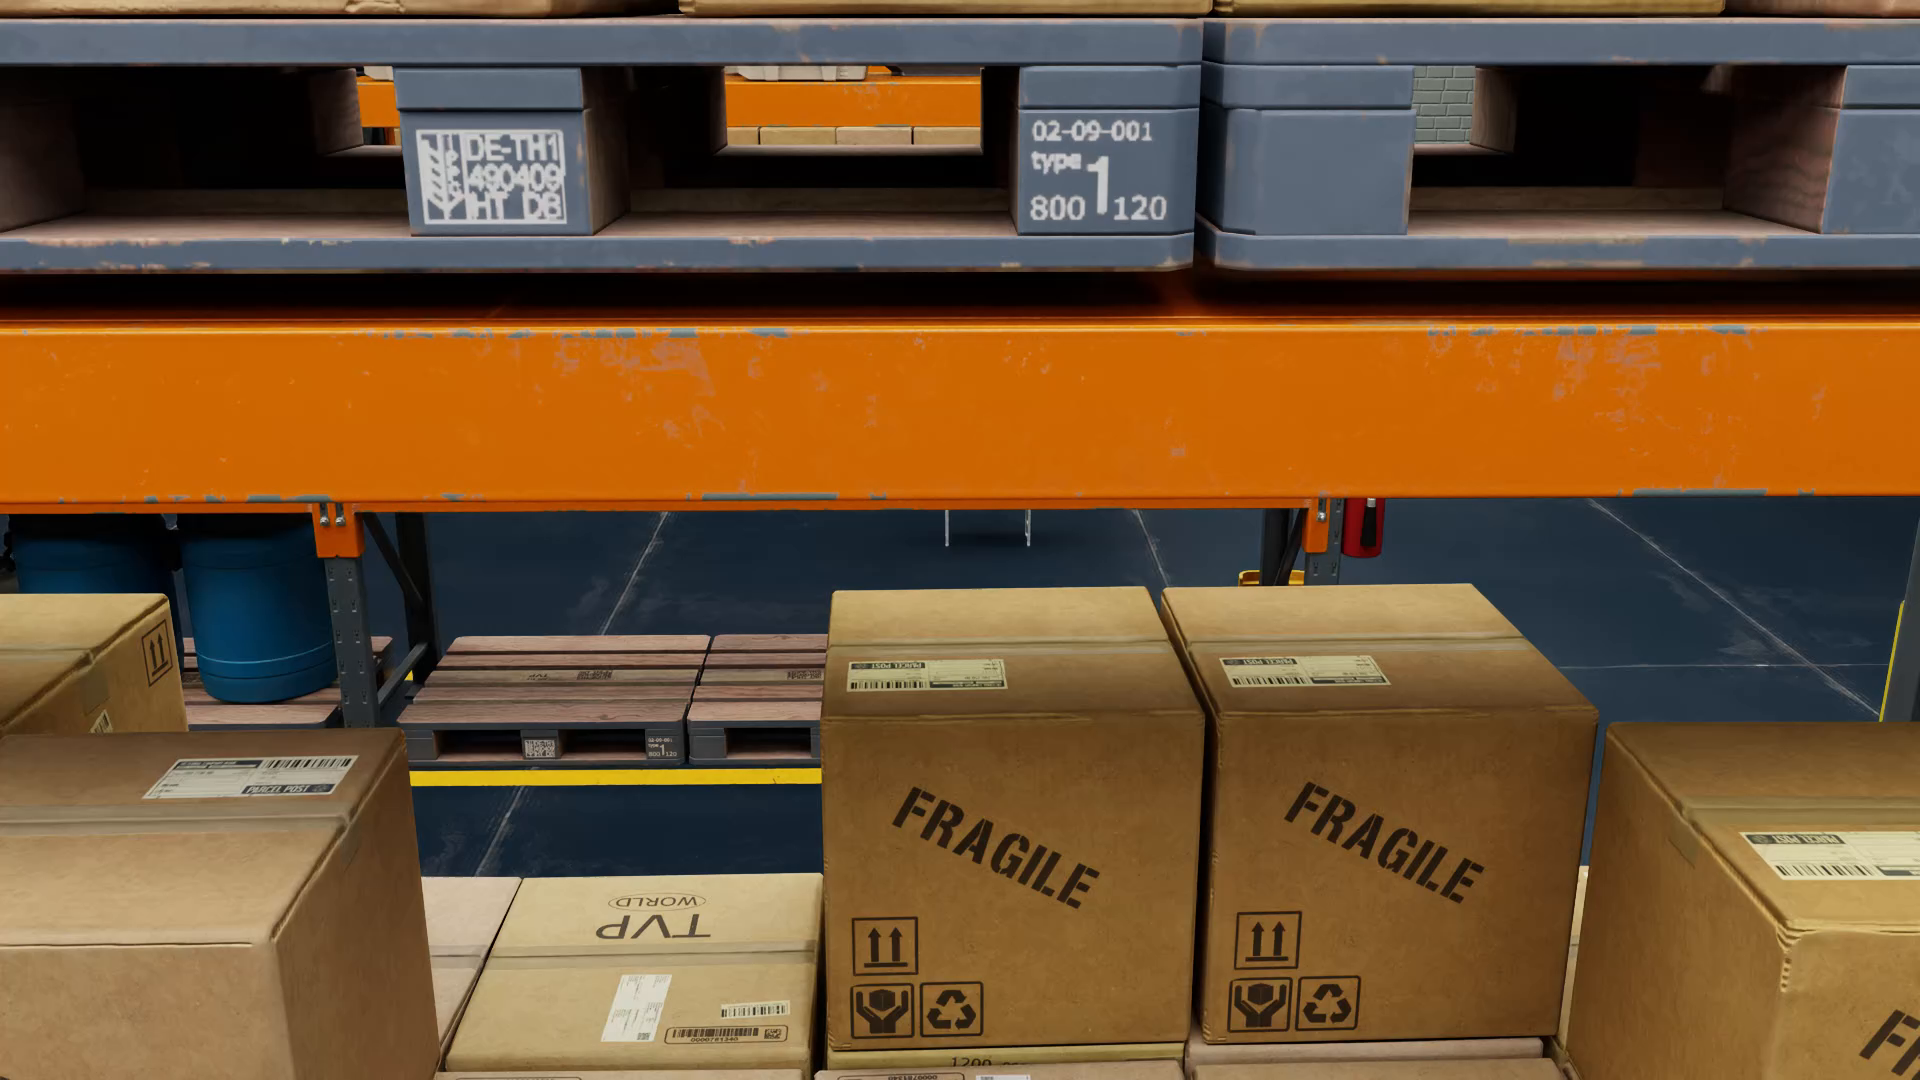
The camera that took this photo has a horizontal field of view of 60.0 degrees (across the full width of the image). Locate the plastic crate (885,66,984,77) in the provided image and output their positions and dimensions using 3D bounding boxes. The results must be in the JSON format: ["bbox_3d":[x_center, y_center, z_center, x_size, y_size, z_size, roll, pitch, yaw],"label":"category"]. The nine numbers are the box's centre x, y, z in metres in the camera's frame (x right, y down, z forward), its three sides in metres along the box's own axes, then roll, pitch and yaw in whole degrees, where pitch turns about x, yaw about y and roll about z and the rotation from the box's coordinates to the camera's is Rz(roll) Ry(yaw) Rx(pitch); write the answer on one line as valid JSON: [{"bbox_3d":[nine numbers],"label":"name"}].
[{"bbox_3d":[-0.049,-2.099,6.871,0.767,0.338,0.504,0,18,-1],"label":"plastic crate"}]

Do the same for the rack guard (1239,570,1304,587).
[{"bbox_3d":[1.507,0.563,7.475,0.348,0.500,1.175,0,18,-1],"label":"rack guard"}]

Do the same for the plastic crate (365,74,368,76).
[{"bbox_3d":[-2.098,-2.026,6.889,0.662,0.188,0.450,0,18,-1],"label":"plastic crate"}]

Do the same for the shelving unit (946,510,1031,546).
[{"bbox_3d":[0.166,-0.572,9.867,0.503,1.200,0.258,0,18,-1],"label":"shelving unit"}]

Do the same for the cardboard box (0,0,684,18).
[{"bbox_3d":[-0.594,-0.797,1.697,0.500,0.500,0.700,1,18,2],"label":"cardboard box"}]

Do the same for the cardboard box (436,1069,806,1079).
[{"bbox_3d":[-0.456,0.911,2.056,0.500,0.250,0.500,0,18,-1],"label":"cardboard box"}]

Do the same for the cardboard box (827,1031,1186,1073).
[{"bbox_3d":[0.055,0.745,2.574,0.500,0.250,0.500,-1,18,-3],"label":"cardboard box"}]

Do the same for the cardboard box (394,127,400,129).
[{"bbox_3d":[-5.177,-4.096,15.996,0.500,0.250,0.500,0,18,0],"label":"cardboard box"}]

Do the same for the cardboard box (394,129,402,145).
[{"bbox_3d":[-5.163,-3.735,16.098,0.500,0.500,0.500,0,18,-1],"label":"cardboard box"}]

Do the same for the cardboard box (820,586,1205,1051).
[{"bbox_3d":[0.059,0.389,2.457,0.500,0.500,0.500,-1,18,-2],"label":"cardboard box"}]

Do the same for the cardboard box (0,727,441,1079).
[{"bbox_3d":[-0.943,0.553,1.944,0.500,0.500,0.500,-1,18,-3],"label":"cardboard box"}]

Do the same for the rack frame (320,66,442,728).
[{"bbox_3d":[-2.517,-0.604,7.020,0.127,3.000,1.000,0,18,-1],"label":"rack frame"}]

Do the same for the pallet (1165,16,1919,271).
[{"bbox_3d":[0.819,-0.490,1.899,1.213,0.211,1.003,0,18,-1],"label":"pallet"}]

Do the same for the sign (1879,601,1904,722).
[{"bbox_3d":[1.558,0.270,2.749,0.005,0.325,0.100,0,18,-1],"label":"sign"}]

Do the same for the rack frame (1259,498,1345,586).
[{"bbox_3d":[1.483,-0.623,7.080,0.127,3.000,1.000,0,18,-1],"label":"rack frame"}]

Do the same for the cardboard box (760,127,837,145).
[{"bbox_3d":[-1.086,-2.562,11.323,0.500,0.500,0.500,-1,18,-2],"label":"cardboard box"}]

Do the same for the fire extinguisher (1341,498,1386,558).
[{"bbox_3d":[1.641,-0.271,6.719,0.183,0.674,0.296,0,18,-1],"label":"fire extinguisher"}]

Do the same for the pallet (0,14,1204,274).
[{"bbox_3d":[-0.404,-0.483,1.878,1.213,0.211,1.003,0,18,-1],"label":"pallet"}]

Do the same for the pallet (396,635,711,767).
[{"bbox_3d":[-1.782,0.708,7.494,1.213,0.211,1.003,0,18,-1],"label":"pallet"}]

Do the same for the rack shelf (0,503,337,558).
[{"bbox_3d":[-4.517,-0.252,7.100,4.000,0.370,1.077,0,18,-1],"label":"rack shelf"}]

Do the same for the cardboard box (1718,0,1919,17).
[{"bbox_3d":[1.042,-0.815,1.753,0.500,0.500,0.700,-1,18,-4],"label":"cardboard box"}]

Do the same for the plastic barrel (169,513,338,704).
[{"bbox_3d":[-3.061,0.192,7.285,0.708,0.901,0.600,0,18,-1],"label":"plastic barrel"}]

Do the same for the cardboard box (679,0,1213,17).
[{"bbox_3d":[-0.039,-0.832,1.806,0.500,0.500,0.700,-1,18,-5],"label":"cardboard box"}]

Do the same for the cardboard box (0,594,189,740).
[{"bbox_3d":[-1.482,0.396,2.433,0.500,0.500,0.500,0,18,0],"label":"cardboard box"}]

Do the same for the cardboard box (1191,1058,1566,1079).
[{"bbox_3d":[0.573,0.905,2.075,0.500,0.250,0.500,-1,18,-2],"label":"cardboard box"}]

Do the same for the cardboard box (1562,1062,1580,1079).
[{"bbox_3d":[1.081,0.902,2.082,0.500,0.250,0.500,-1,18,-2],"label":"cardboard box"}]

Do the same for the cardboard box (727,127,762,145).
[{"bbox_3d":[-1.600,-2.560,11.316,0.500,0.500,0.500,-1,18,-3],"label":"cardboard box"}]

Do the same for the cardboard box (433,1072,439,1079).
[{"bbox_3d":[-0.949,0.911,2.056,0.500,0.250,0.500,0,18,1],"label":"cardboard box"}]

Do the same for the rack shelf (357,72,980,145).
[{"bbox_3d":[-0.517,-1.700,6.702,4.000,0.370,1.077,0,18,-1],"label":"rack shelf"}]

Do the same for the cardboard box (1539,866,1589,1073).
[{"bbox_3d":[1.077,0.739,2.592,0.500,0.250,0.500,-1,18,-2],"label":"cardboard box"}]

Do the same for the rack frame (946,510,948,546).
[{"bbox_3d":[-0.078,-0.571,9.863,0.015,1.200,0.240,0,18,-1],"label":"rack frame"}]

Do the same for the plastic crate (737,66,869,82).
[{"bbox_3d":[-0.579,-1.840,6.395,0.530,0.136,0.437,0,18,-1],"label":"plastic crate"}]

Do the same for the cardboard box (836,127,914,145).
[{"bbox_3d":[-0.569,-2.565,11.332,0.500,0.500,0.500,0,18,1],"label":"cardboard box"}]

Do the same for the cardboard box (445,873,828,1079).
[{"bbox_3d":[-0.467,0.749,2.561,0.500,0.250,0.500,-1,18,-2],"label":"cardboard box"}]

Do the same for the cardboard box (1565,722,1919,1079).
[{"bbox_3d":[1.078,0.545,1.970,0.500,0.500,0.500,0,18,0],"label":"cardboard box"}]

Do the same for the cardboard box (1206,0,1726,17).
[{"bbox_3d":[0.477,-0.849,1.859,0.500,0.500,0.700,-1,18,-3],"label":"cardboard box"}]

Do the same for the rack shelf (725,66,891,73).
[{"bbox_3d":[-0.592,-3.212,11.418,4.000,0.370,1.077,0,18,-1],"label":"rack shelf"}]

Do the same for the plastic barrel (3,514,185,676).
[{"bbox_3d":[-3.769,0.196,7.274,0.708,0.901,0.600,0,18,-1],"label":"plastic barrel"}]

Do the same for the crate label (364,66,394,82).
[{"bbox_3d":[-2.023,-1.821,6.335,0.466,0.136,0.293,0,18,-1],"label":"crate label"}]

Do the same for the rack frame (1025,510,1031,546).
[{"bbox_3d":[0.409,-0.573,9.870,0.015,1.200,0.240,0,18,-1],"label":"rack frame"}]

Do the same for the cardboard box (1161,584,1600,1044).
[{"bbox_3d":[0.577,0.384,2.470,0.500,0.500,0.500,-1,18,-2],"label":"cardboard box"}]

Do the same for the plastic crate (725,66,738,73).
[{"bbox_3d":[-0.738,-2.079,6.901,0.530,0.282,0.437,0,18,-1],"label":"plastic crate"}]

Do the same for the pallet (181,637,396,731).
[{"bbox_3d":[-3.289,0.715,7.474,1.213,0.211,1.003,0,18,-1],"label":"pallet"}]

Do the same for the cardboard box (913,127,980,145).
[{"bbox_3d":[-0.056,-2.567,11.339,0.500,0.500,0.500,0,18,1],"label":"cardboard box"}]

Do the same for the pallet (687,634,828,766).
[{"bbox_3d":[-0.559,0.701,7.515,1.213,0.211,1.003,0,18,-1],"label":"pallet"}]

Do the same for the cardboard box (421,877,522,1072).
[{"bbox_3d":[-0.974,0.750,2.557,0.500,0.250,0.500,0,18,0],"label":"cardboard box"}]

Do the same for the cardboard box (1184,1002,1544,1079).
[{"bbox_3d":[0.557,0.743,2.578,0.500,0.250,0.500,0,18,-2],"label":"cardboard box"}]

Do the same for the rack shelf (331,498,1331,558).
[{"bbox_3d":[-0.517,-0.271,7.160,4.000,0.370,1.077,0,18,-1],"label":"rack shelf"}]

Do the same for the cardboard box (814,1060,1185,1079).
[{"bbox_3d":[0.064,0.907,2.067,0.500,0.250,0.500,-1,18,-3],"label":"cardboard box"}]

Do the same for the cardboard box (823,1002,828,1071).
[{"bbox_3d":[-0.337,0.918,2.688,0.250,0.149,0.380,-1,18,-2],"label":"cardboard box"}]

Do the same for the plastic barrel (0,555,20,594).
[{"bbox_3d":[-4.335,0.357,7.410,0.421,0.512,0.421,0,18,0],"label":"plastic barrel"}]
